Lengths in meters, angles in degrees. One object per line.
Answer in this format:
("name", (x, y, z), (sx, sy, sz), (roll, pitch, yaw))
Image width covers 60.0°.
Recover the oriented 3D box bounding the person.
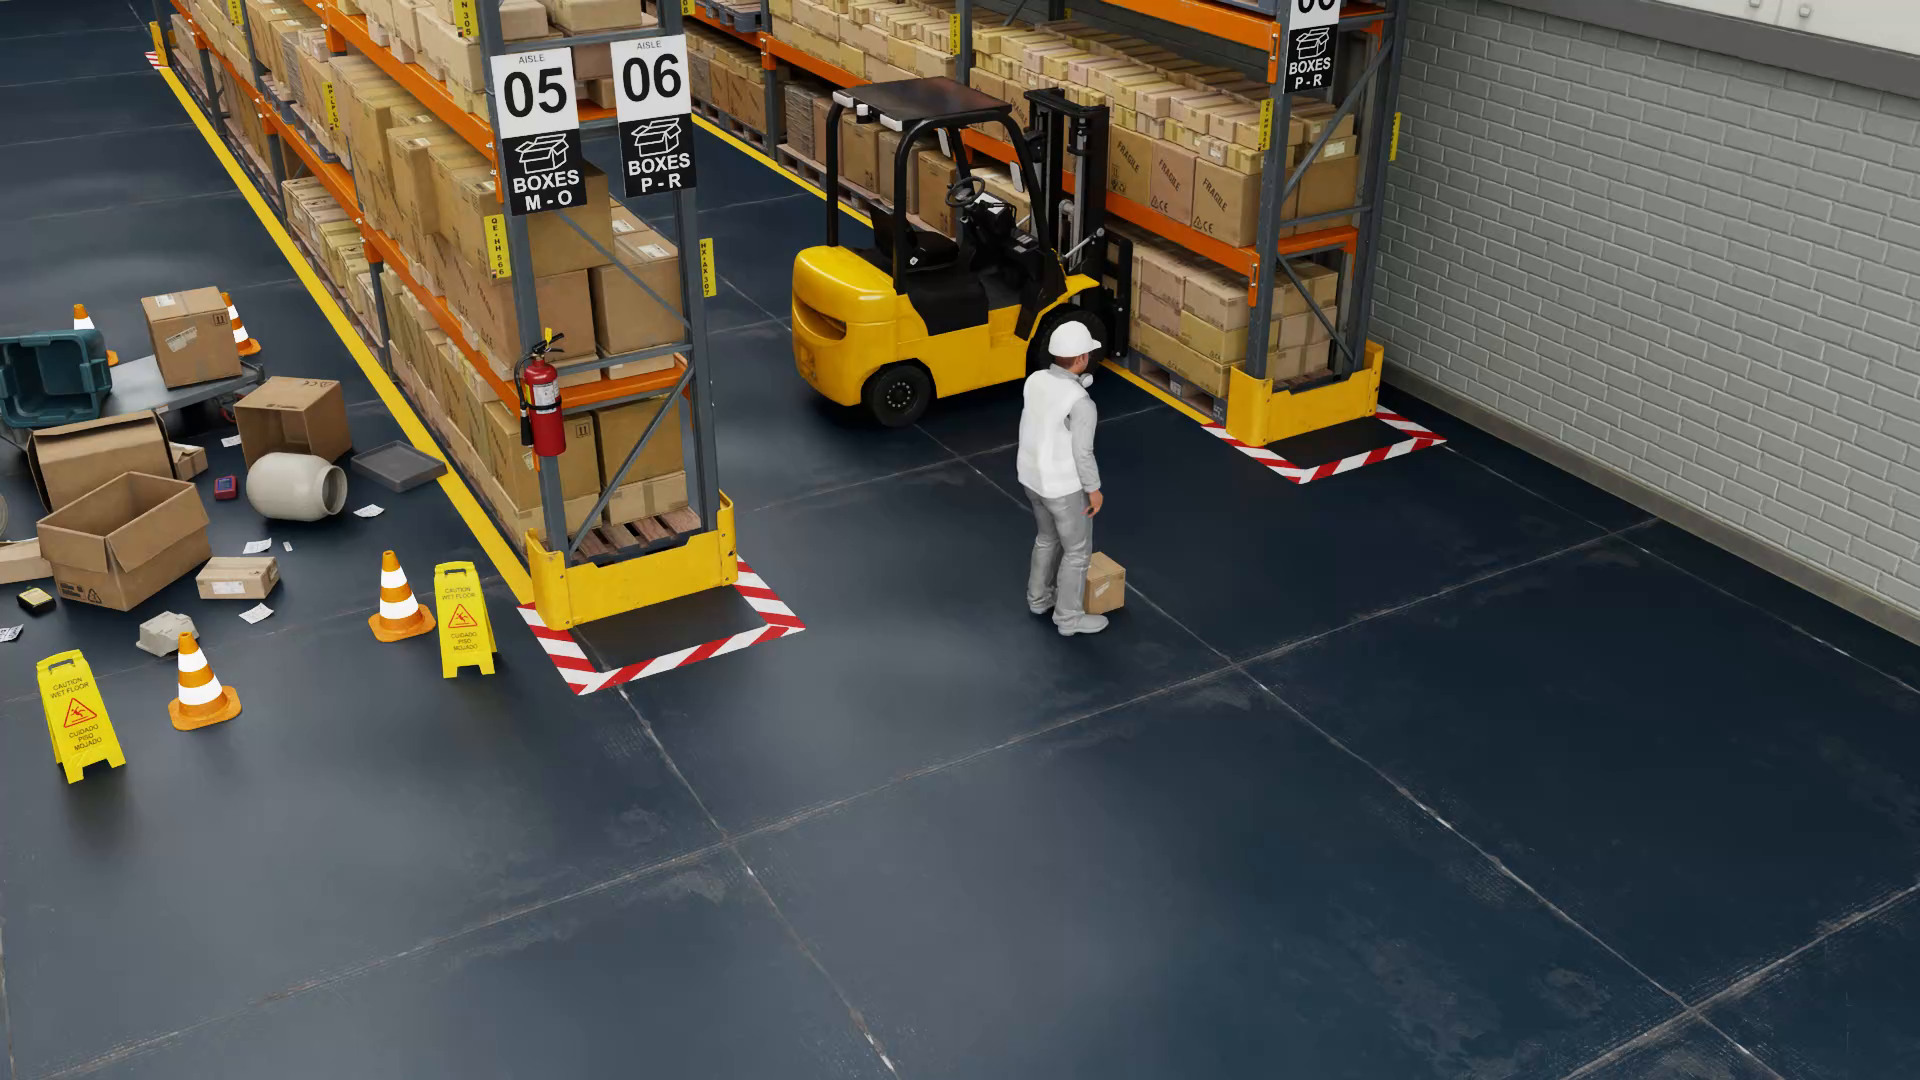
("person", (0.557, -0.347, 9.167), (0.457, 1.773, 0.593), (-17, 33, -29))
